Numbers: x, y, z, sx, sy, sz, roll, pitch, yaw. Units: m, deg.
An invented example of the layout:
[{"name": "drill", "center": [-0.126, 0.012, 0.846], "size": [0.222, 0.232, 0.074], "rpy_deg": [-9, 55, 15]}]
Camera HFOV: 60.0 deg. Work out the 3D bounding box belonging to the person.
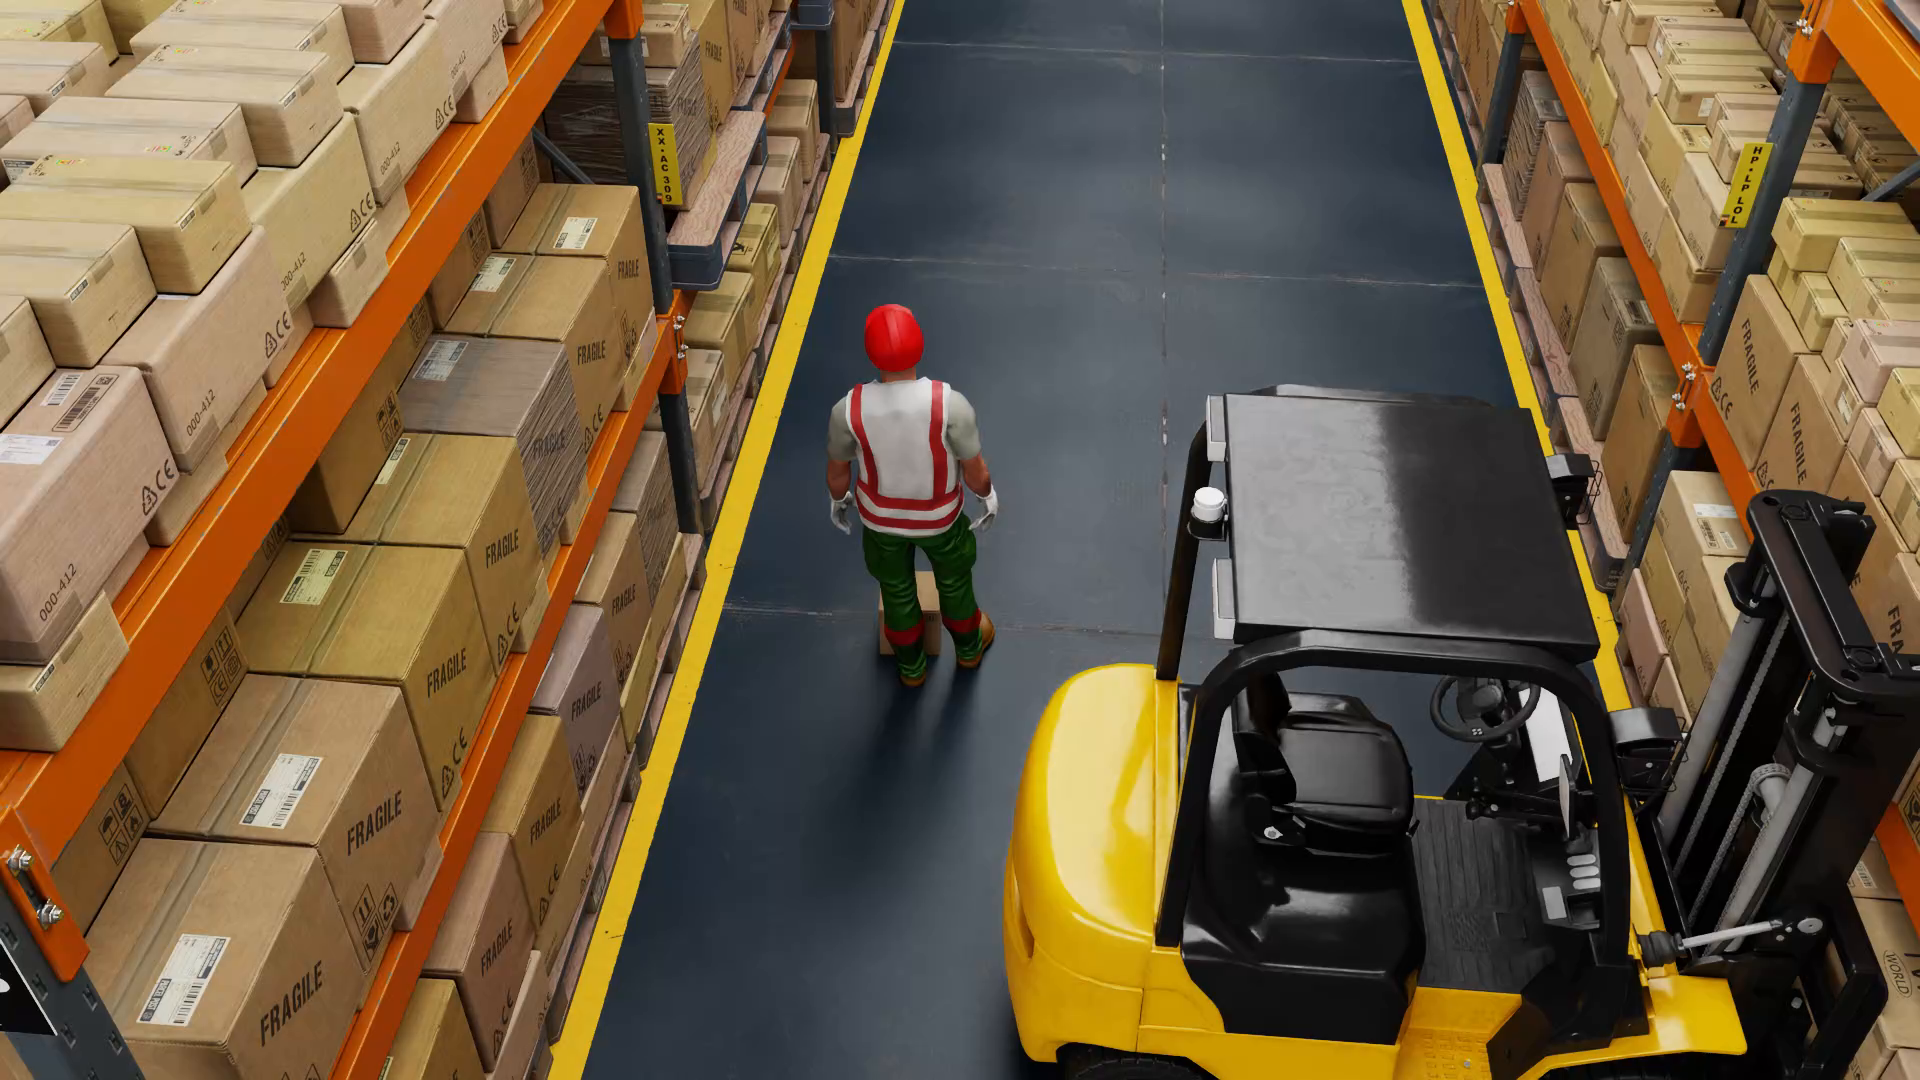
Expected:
[{"name": "person", "center": [-0.172, -0.170, 6.327], "size": [0.638, 1.789, 0.559], "rpy_deg": [2, 40, 2]}]
